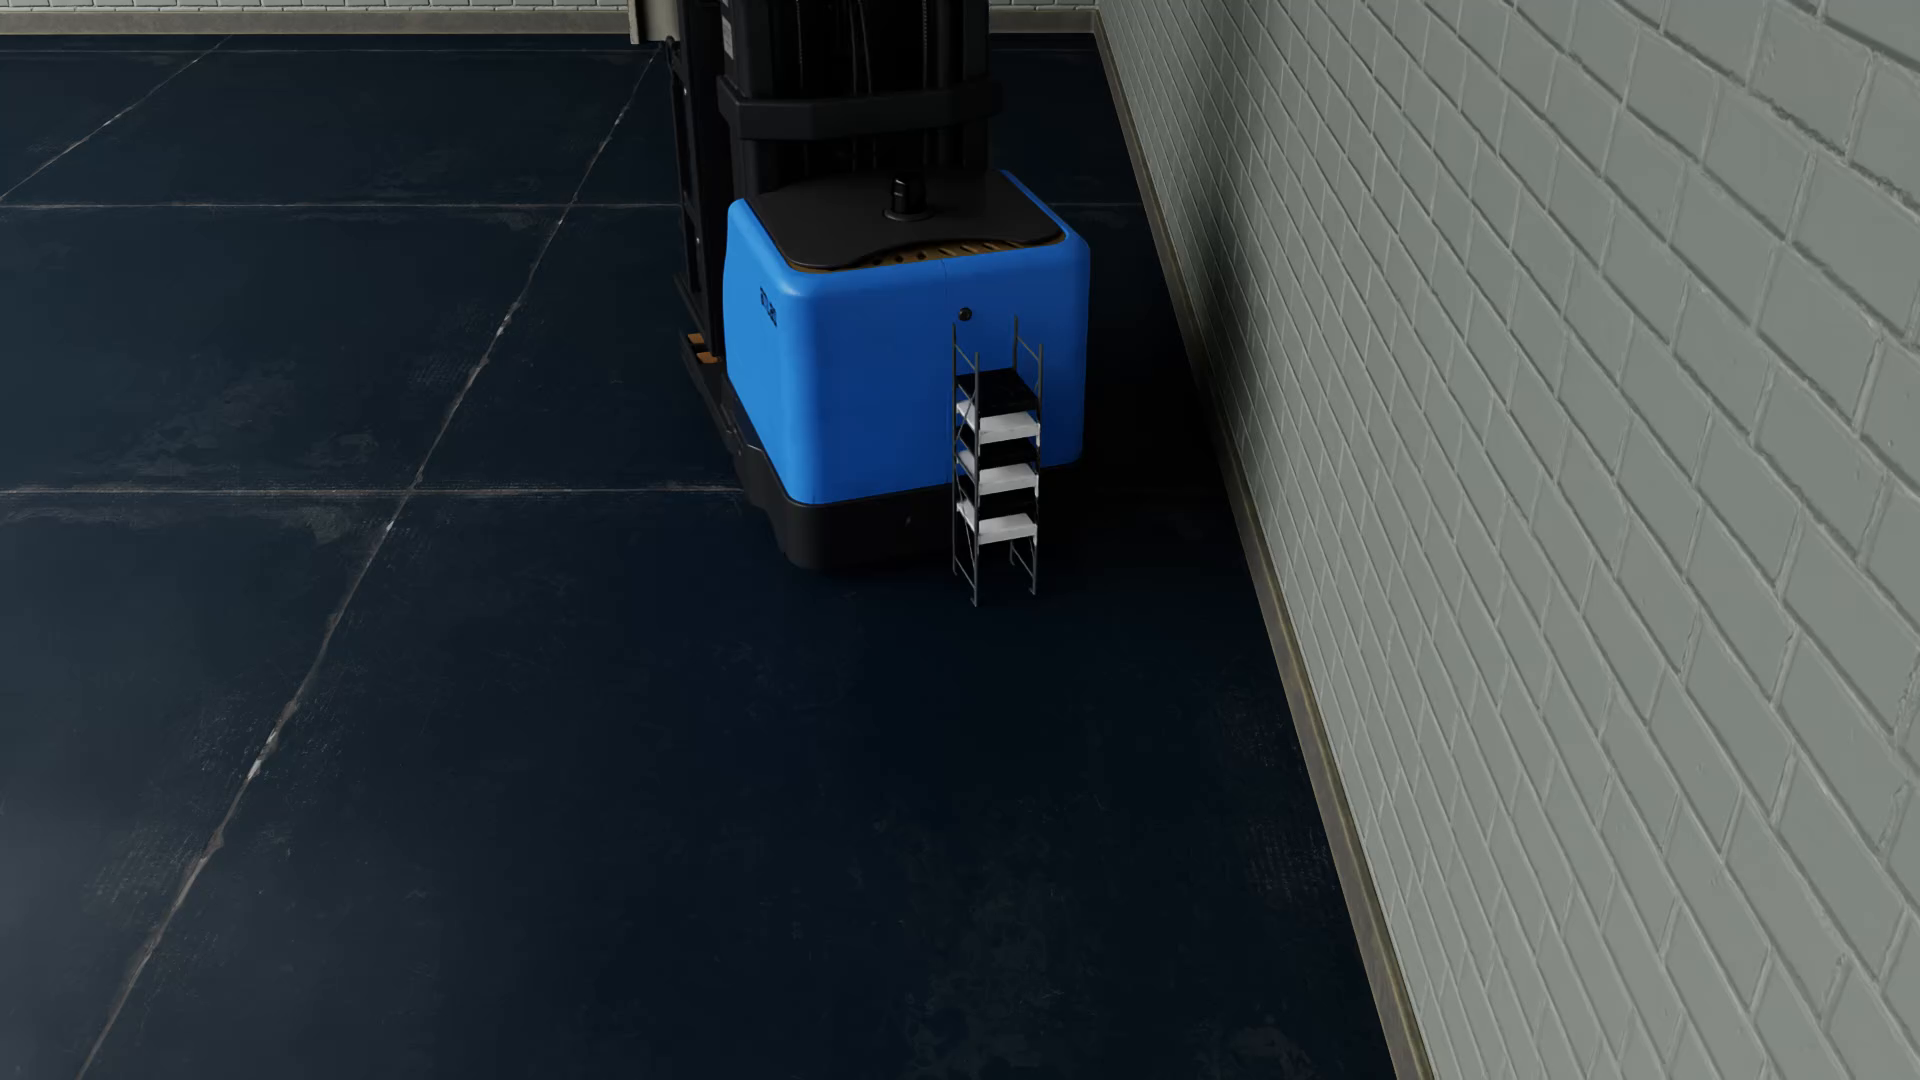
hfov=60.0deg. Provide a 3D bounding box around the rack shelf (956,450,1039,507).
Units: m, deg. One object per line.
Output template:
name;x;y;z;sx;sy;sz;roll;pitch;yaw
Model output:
rack shelf;0.112;-0.213;5.297;0.200;0.077;0.258;-10;33;-16

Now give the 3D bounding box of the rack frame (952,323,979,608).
rack frame;0.016;-0.224;5.252;0.006;0.900;0.240;-10;33;-16

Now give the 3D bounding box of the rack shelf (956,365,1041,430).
rack shelf;0.112;-0.443;5.157;0.200;0.077;0.258;-10;33;-16

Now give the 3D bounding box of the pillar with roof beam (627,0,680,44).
pillar with roof beam;-2.014;-5.069;5.429;0.400;9.000;9.100;0;31;0

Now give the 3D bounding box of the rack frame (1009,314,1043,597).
rack frame;0.209;-0.258;5.307;0.006;0.900;0.240;-10;33;-16

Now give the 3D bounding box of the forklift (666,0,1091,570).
forklift;-0.522;-1.909;6.070;1.130;2.935;3.031;-10;33;-16

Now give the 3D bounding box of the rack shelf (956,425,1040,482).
rack shelf;0.112;-0.289;5.250;0.200;0.077;0.258;-10;33;-16

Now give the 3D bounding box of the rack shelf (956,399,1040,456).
rack shelf;0.112;-0.366;5.204;0.200;0.077;0.258;-10;33;-16

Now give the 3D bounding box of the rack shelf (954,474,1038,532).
rack shelf;0.112;-0.136;5.344;0.200;0.077;0.258;-10;33;-16

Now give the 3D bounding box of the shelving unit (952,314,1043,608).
shelving unit;0.112;-0.241;5.280;0.210;0.900;0.258;-10;33;-16

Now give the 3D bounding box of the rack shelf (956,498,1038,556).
rack shelf;0.112;-0.059;5.390;0.200;0.077;0.258;-10;33;-16
